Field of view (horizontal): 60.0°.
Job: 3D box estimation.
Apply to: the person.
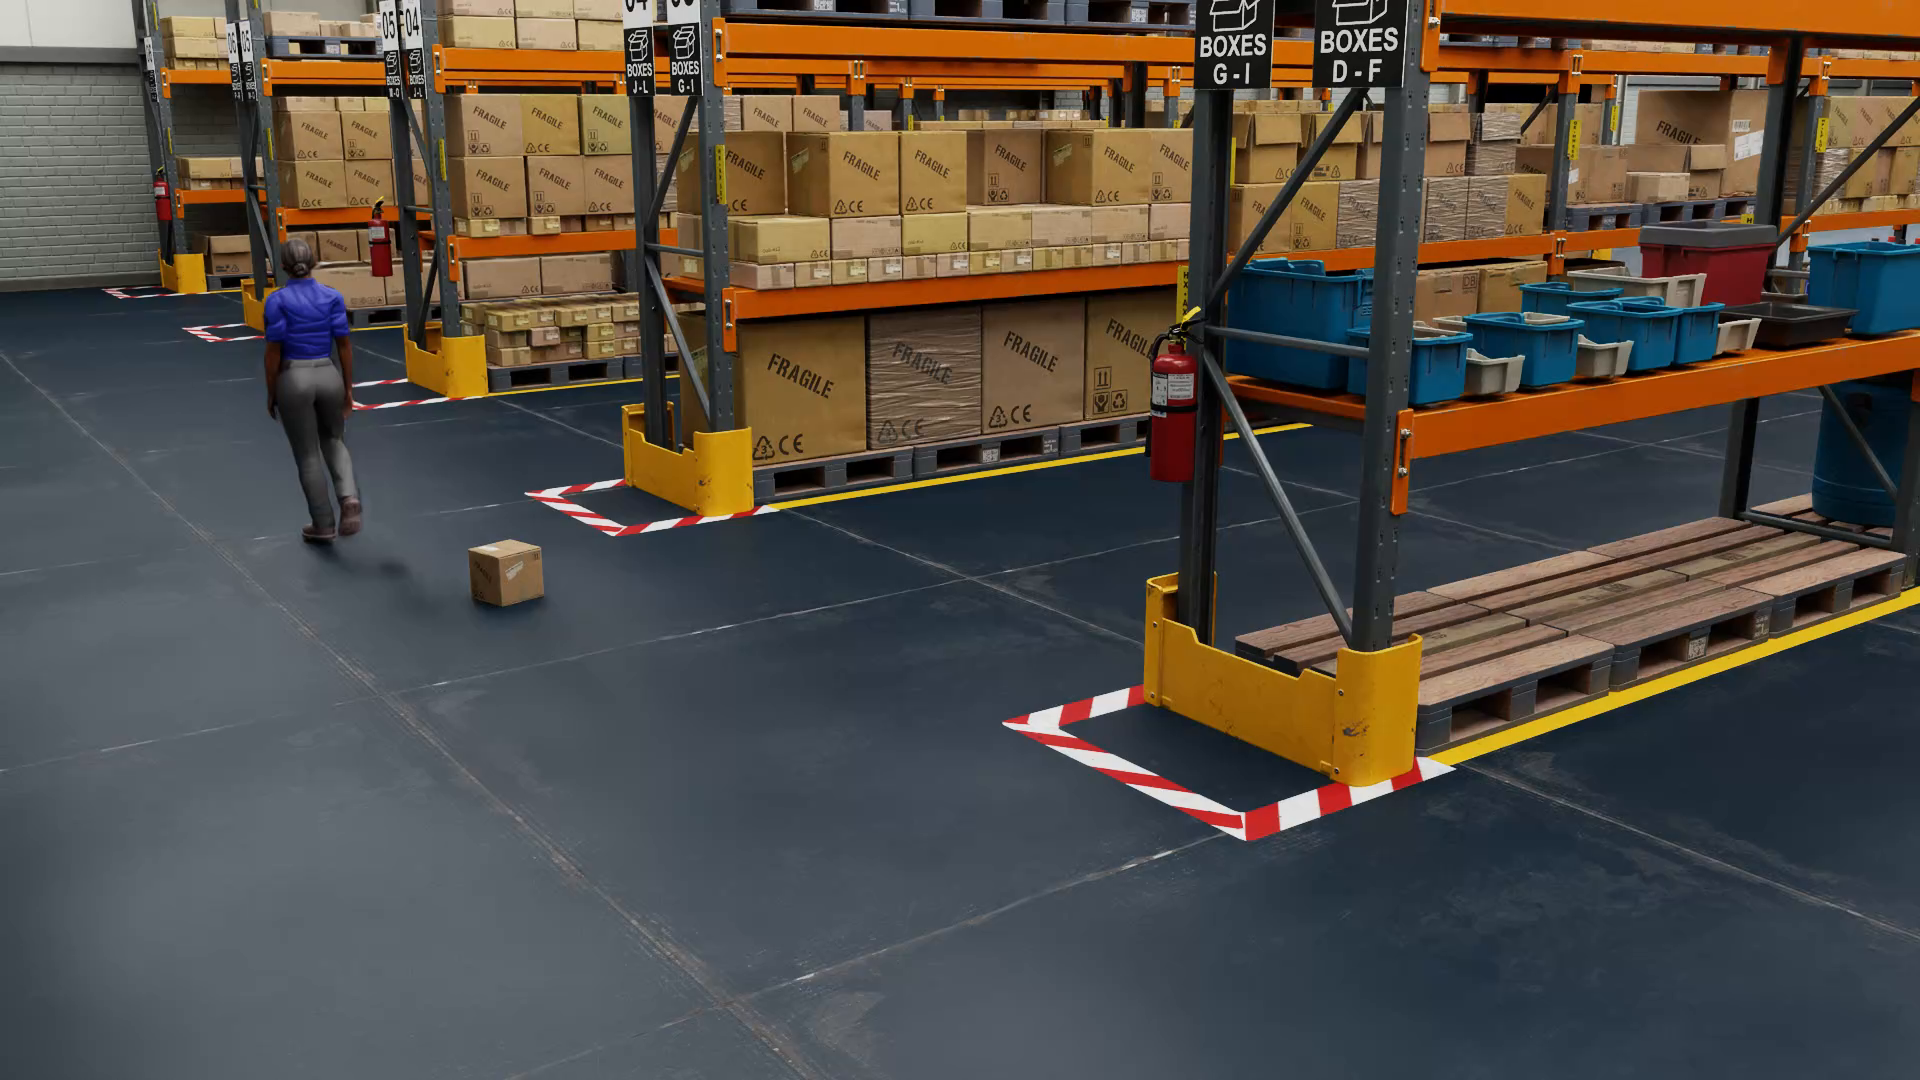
[{"bbox_3d":[-3.560,-0.812,9.084,0.440,1.663,0.430,-12,19,-39],"label":"person"}]
